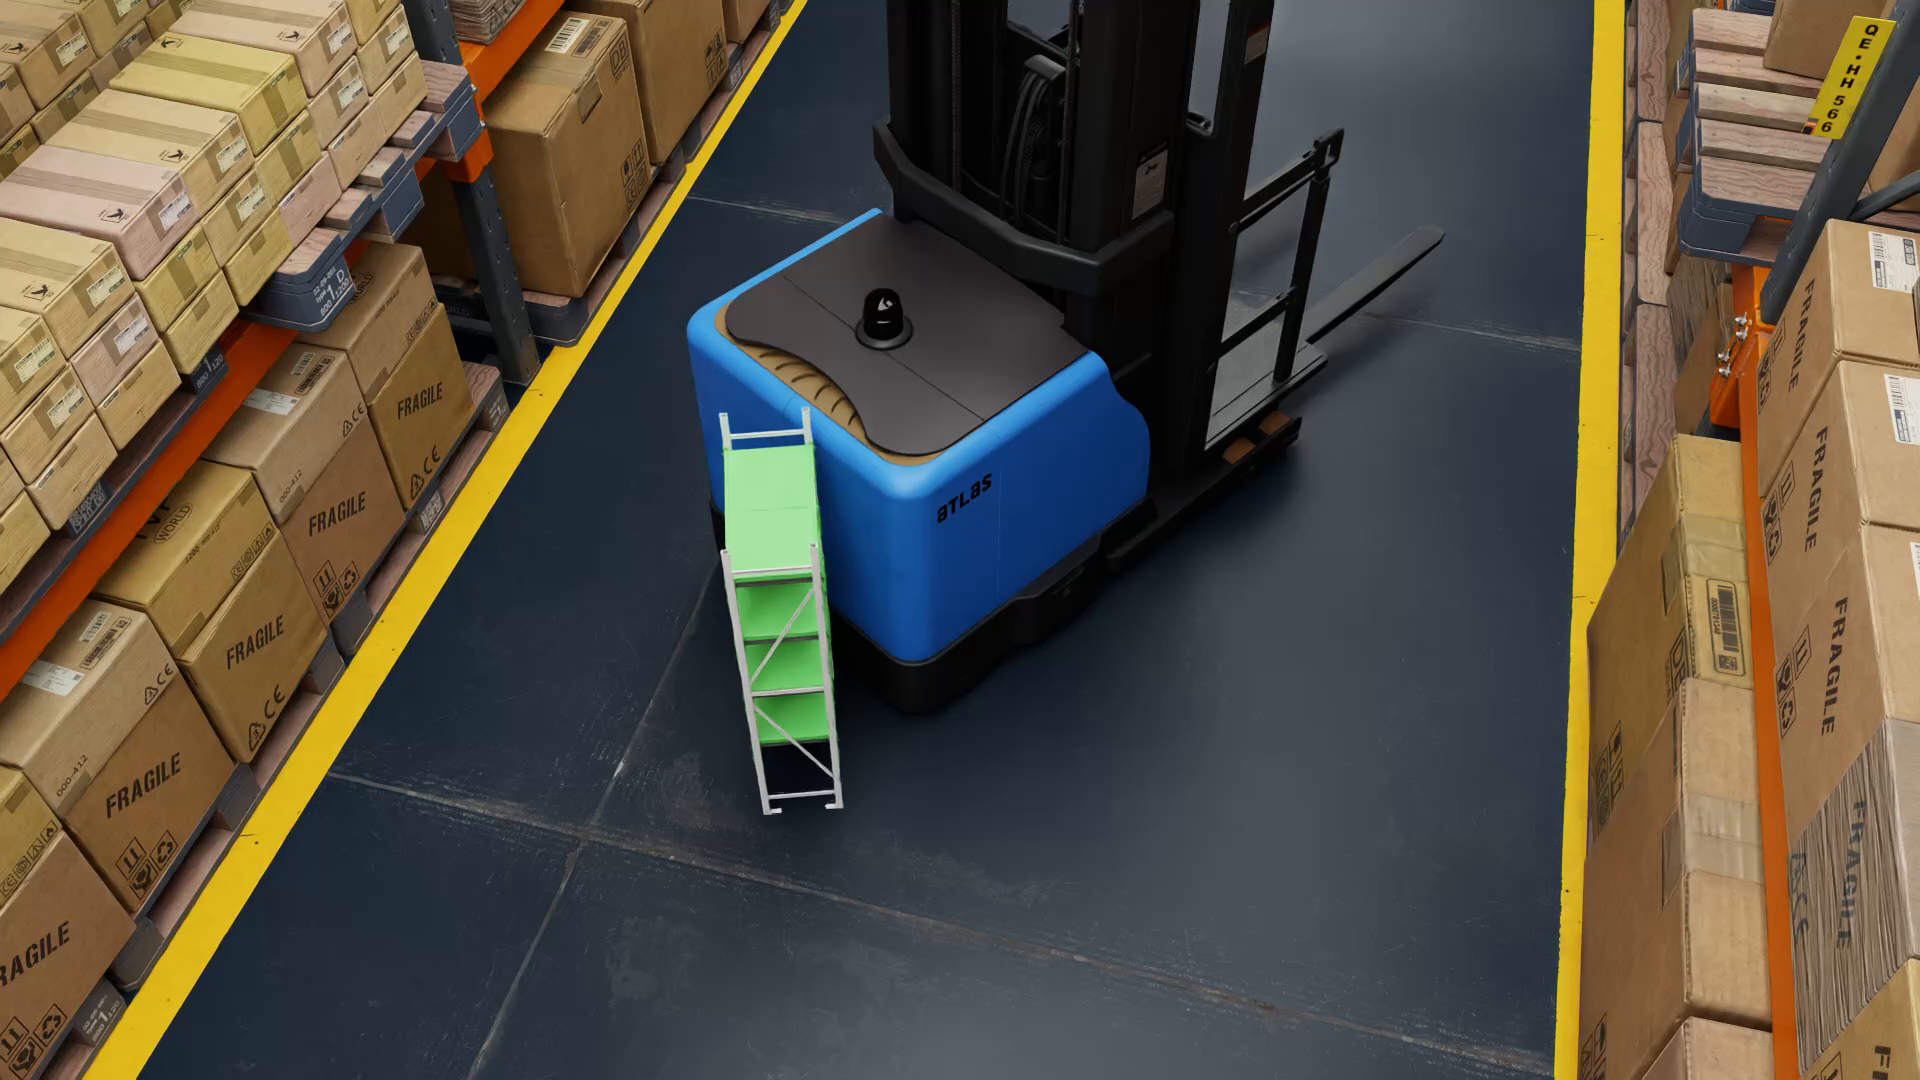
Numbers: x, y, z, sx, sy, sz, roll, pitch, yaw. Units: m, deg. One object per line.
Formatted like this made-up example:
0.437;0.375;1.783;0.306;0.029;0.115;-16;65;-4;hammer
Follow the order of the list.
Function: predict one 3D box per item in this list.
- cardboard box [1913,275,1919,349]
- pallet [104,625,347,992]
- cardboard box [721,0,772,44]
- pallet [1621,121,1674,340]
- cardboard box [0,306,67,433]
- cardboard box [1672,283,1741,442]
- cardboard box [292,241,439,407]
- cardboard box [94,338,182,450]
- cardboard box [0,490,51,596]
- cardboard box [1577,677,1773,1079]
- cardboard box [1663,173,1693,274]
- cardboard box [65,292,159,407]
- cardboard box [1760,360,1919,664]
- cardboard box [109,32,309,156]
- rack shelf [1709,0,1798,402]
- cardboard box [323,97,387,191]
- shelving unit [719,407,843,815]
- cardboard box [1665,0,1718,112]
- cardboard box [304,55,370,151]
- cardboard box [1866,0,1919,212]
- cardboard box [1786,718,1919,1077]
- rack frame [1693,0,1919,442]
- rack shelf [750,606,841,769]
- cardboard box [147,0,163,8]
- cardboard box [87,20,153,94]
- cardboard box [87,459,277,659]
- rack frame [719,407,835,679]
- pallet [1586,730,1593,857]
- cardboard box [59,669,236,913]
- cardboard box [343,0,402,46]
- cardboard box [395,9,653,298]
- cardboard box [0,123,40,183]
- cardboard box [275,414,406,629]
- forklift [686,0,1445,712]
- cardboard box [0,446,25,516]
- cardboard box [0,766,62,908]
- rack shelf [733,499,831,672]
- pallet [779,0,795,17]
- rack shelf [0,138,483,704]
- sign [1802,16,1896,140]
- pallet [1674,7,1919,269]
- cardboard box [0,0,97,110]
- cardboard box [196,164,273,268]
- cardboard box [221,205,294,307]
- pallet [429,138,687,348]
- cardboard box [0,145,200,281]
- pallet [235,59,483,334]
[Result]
2.461;-0.492;3.448;0.797;0.503;0.637;13;50;11;cardboard box
-2.620;0.663;5.024;1.003;0.211;1.213;12;50;10;pallet
-1.371;-2.829;7.466;1.050;0.750;0.750;12;50;10;cardboard box
3.199;-1.175;6.646;1.003;0.211;1.213;12;50;10;pallet
-2.188;-0.389;3.584;0.380;0.149;0.250;13;50;11;cardboard box
2.826;-0.460;5.529;0.700;0.500;0.500;9;49;8;cardboard box
-2.017;-0.718;5.270;0.500;0.250;0.500;11;49;9;cardboard box
-2.119;-0.386;3.978;0.380;0.149;0.250;13;50;11;cardboard box
-2.257;-0.007;3.643;0.380;0.149;0.250;11;49;9;cardboard box
2.225;1.050;3.960;1.225;0.875;0.875;12;50;10;cardboard box
3.102;-1.275;6.248;0.700;0.500;0.500;15;50;13;cardboard box
-2.118;-0.478;3.860;0.380;0.149;0.250;13;50;11;cardboard box
2.145;-0.014;3.695;0.500;0.500;0.500;10;49;9;cardboard box
-1.914;-1.142;4.248;0.380;0.149;0.250;13;50;11;cardboard box
3.195;-1.861;5.872;1.077;0.370;4.000;12;50;10;rack shelf
-1.843;-1.134;4.637;0.380;0.149;0.250;11;50;10;cardboard box
-0.499;0.236;4.741;0.258;1.200;0.503;-4;49;-4;shelving unit
3.396;-2.083;6.962;0.700;0.500;0.500;11;50;10;cardboard box
-1.849;-1.218;4.514;0.380;0.149;0.250;13;50;11;cardboard box
2.772;-1.223;4.482;0.500;0.500;0.500;6;49;5;cardboard box
1.880;0.718;3.049;0.500;0.500;0.500;12;50;10;cardboard box
2.669;-0.653;4.325;1.000;3.000;0.127;12;50;10;rack frame
-0.499;0.437;4.969;0.258;0.148;0.480;-4;49;-4;rack shelf
-2.399;-1.658;4.703;0.380;0.149;0.250;12;50;10;cardboard box
-2.480;-1.352;4.632;0.380;0.149;0.250;14;50;12;cardboard box
-2.288;0.014;4.624;0.500;0.250;0.500;13;50;11;cardboard box
-0.524;0.054;4.902;0.240;1.200;0.015;-4;49;-4;rack frame
2.389;0.825;4.881;1.003;0.211;1.213;12;50;10;pallet
-2.430;0.630;4.580;0.500;0.500;0.500;12;50;11;cardboard box
-1.776;-1.512;4.575;0.380;0.149;0.250;10;49;9;cardboard box
-1.843;-1.522;6.313;1.050;0.750;0.750;11;49;10;cardboard box
-2.613;-0.976;4.300;0.380;0.149;0.250;12;50;10;cardboard box
-2.151;-0.114;5.237;0.500;0.500;0.500;13;50;12;cardboard box
0.583;-1.423;5.051;3.031;2.935;1.130;-36;58;-27;forklift
-2.255;-0.110;3.535;0.380;0.149;0.250;11;49;9;cardboard box
-2.555;0.761;3.965;0.500;0.250;0.500;13;50;11;cardboard box
-0.499;0.120;4.609;0.258;0.148;0.480;-4;49;-4;rack shelf
-1.167;-3.102;8.347;1.003;0.211;1.213;12;50;10;pallet
-2.616;-0.020;4.247;1.077;0.370;4.000;12;50;10;rack shelf
2.143;-1.110;4.009;0.100;0.325;0.005;12;50;10;sign
2.754;-1.126;4.871;1.213;0.211;1.003;12;50;10;pallet
-2.535;-1.290;4.378;0.380;0.149;0.250;11;50;10;cardboard box
-1.982;-0.847;4.186;0.380;0.149;0.250;12;50;10;cardboard box
-1.980;-0.768;4.315;0.380;0.149;0.250;11;49;10;cardboard box
-1.809;-1.337;6.789;1.003;0.211;1.213;12;50;10;pallet
-2.049;-0.775;3.924;0.380;0.149;0.250;12;50;10;cardboard box
-2.174;-1.105;4.852;1.213;0.211;1.003;12;50;10;pallet
